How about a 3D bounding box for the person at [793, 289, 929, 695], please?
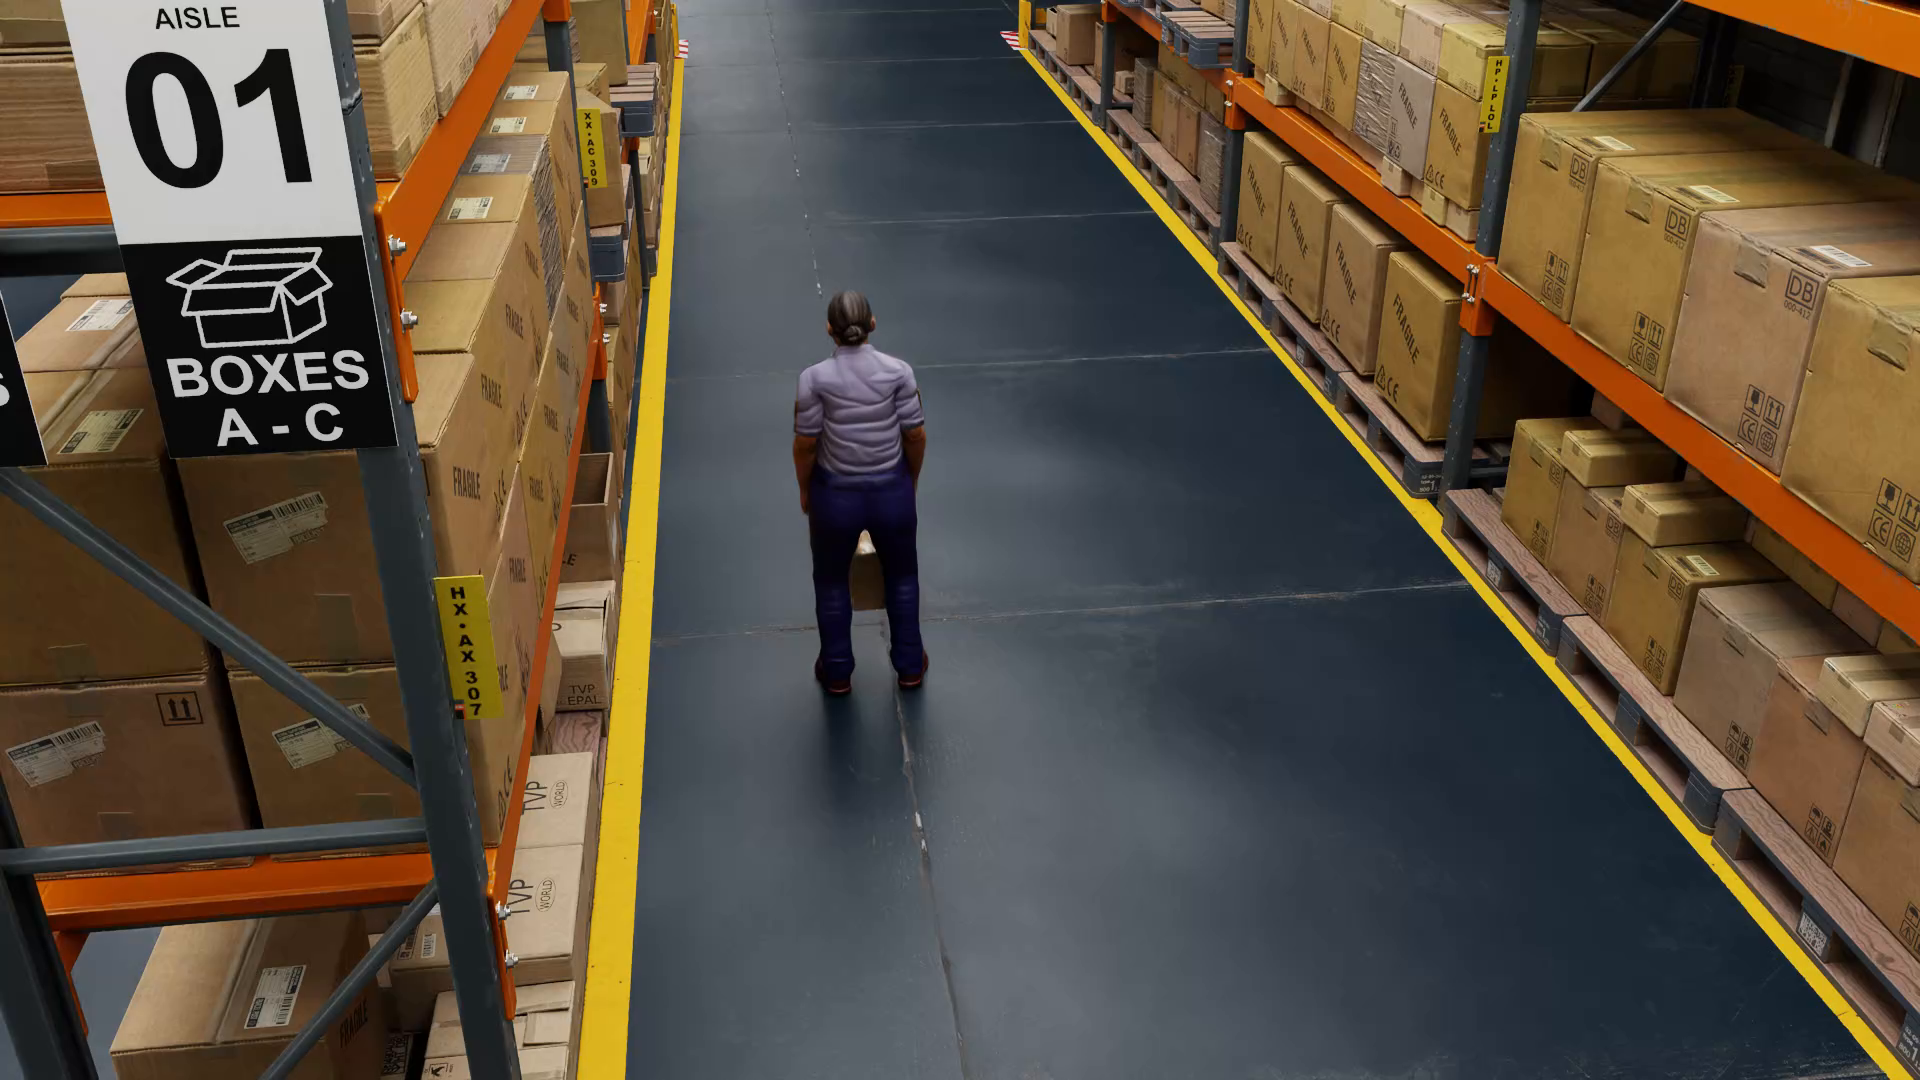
[{"bbox_3d":[-0.375,-0.161,6.436,0.530,1.654,0.368,-5,28,-9],"label":"person"}]
